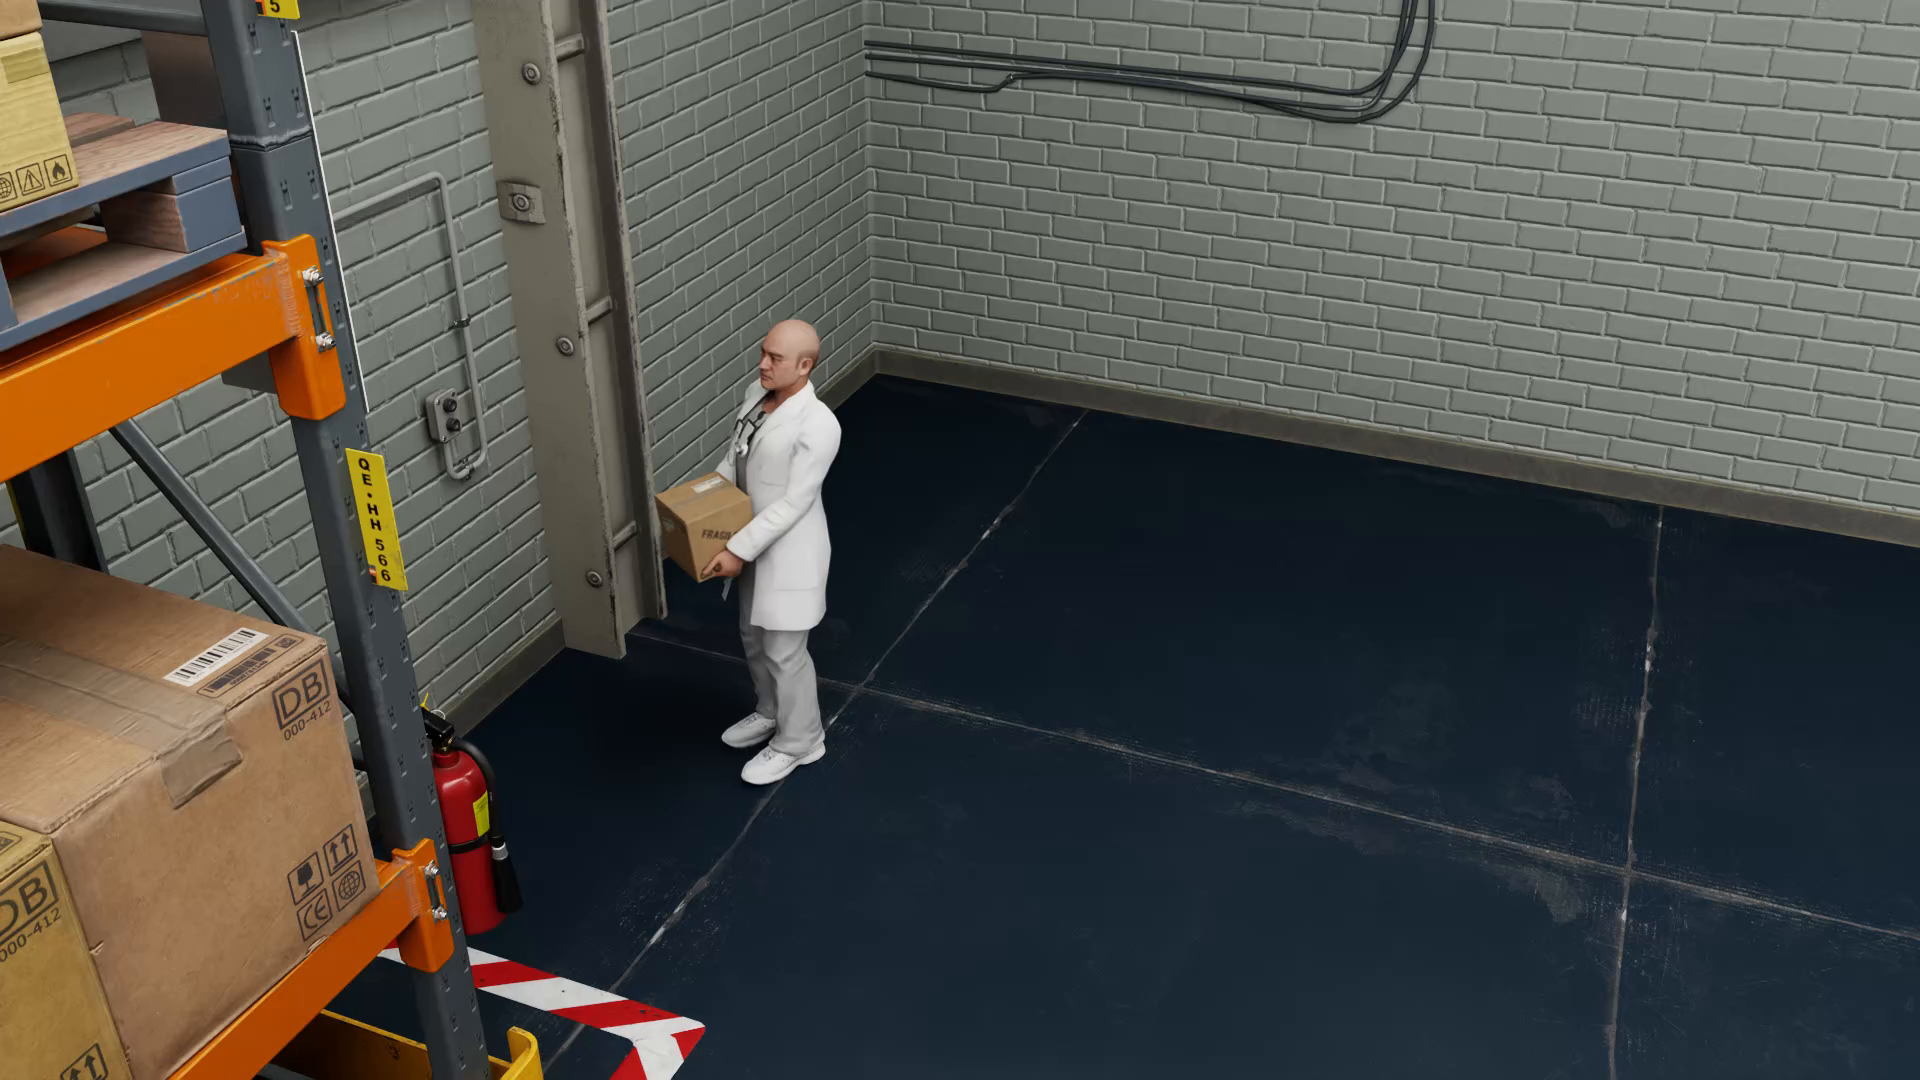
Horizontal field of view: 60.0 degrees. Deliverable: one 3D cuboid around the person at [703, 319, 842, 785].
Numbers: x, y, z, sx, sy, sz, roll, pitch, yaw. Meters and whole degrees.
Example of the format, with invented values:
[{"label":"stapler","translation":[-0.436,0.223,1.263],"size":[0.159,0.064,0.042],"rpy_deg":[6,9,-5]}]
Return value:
[{"label":"person","translation":[-0.735,0.063,6.035],"size":[0.555,1.769,0.517],"rpy_deg":[-19,34,-30]}]
